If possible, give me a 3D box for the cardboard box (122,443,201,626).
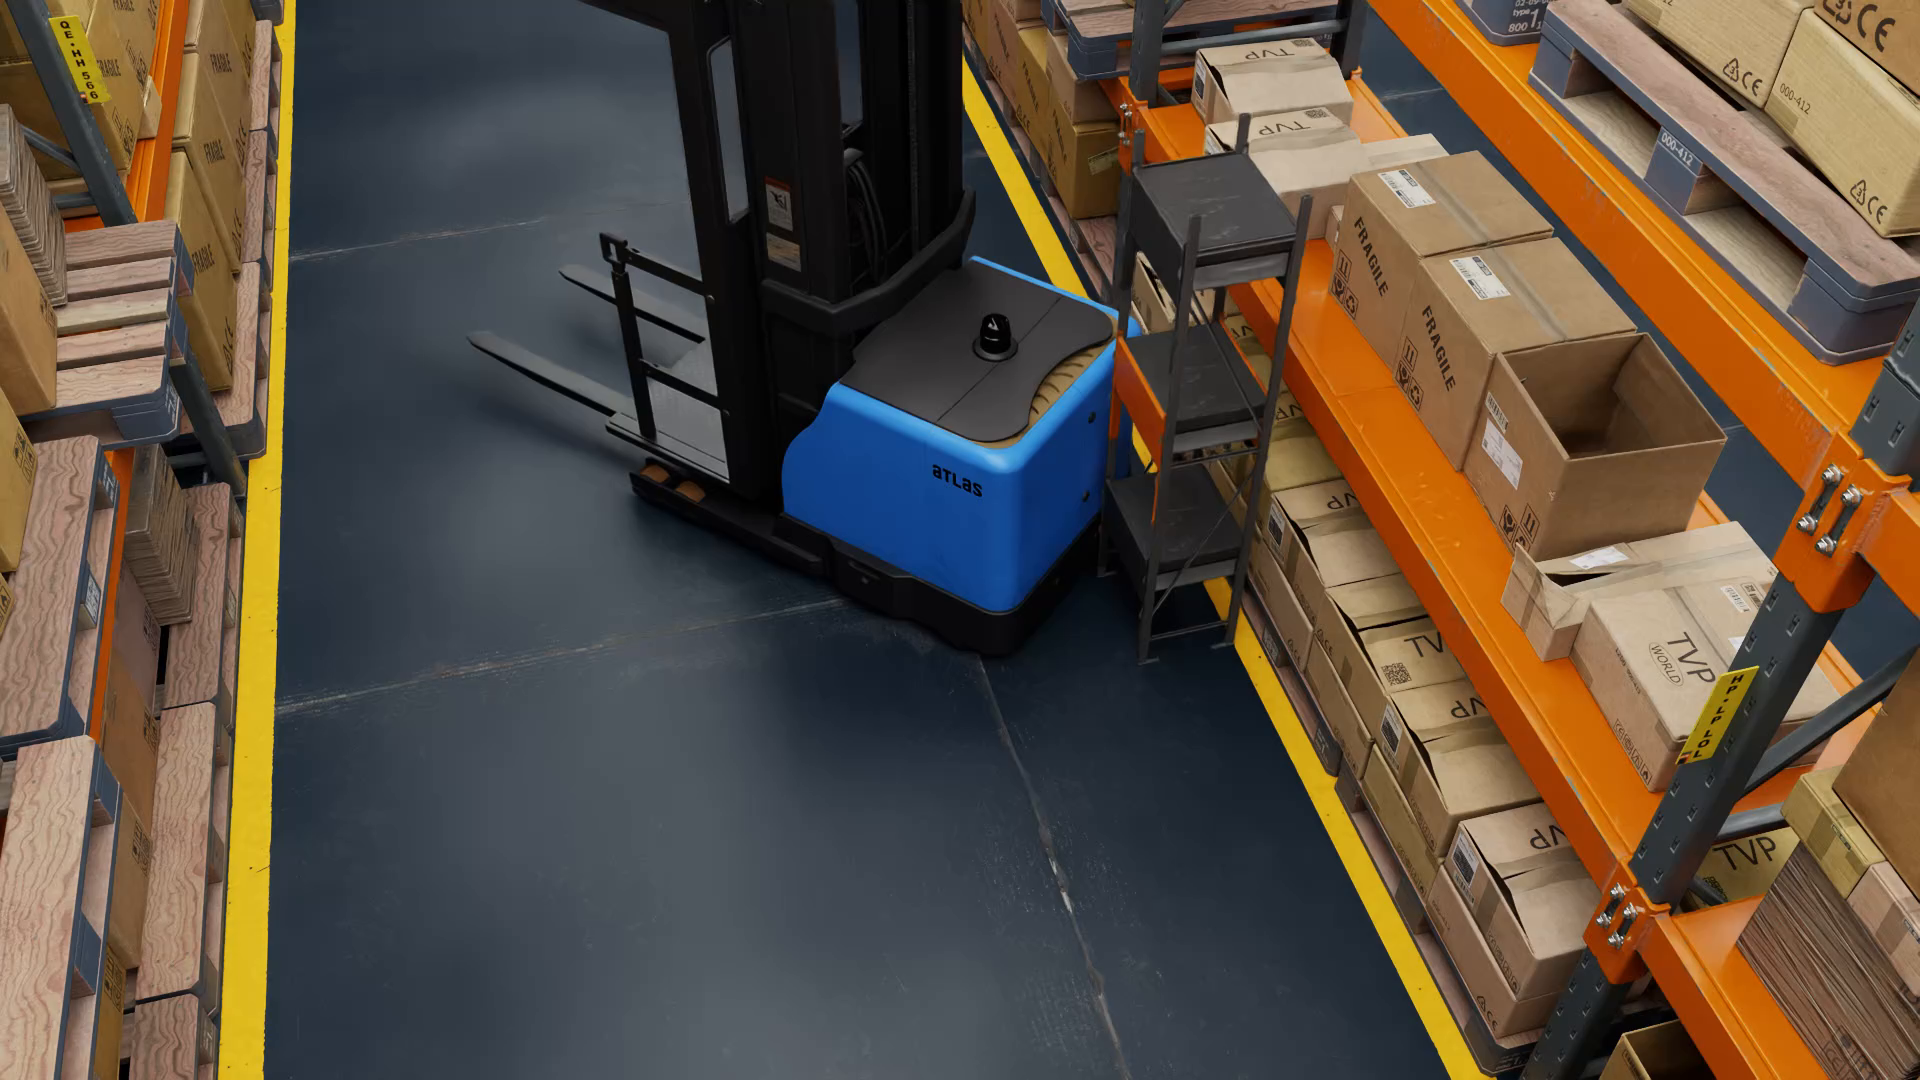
[{"bbox_3d":[-3.345,0.026,6.317,0.700,0.500,0.500,-10,46,-10],"label":"cardboard box"}]

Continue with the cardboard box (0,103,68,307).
[{"bbox_3d":[-3.450,-1.049,5.550,0.700,0.500,0.500,-16,48,-15],"label":"cardboard box"}]

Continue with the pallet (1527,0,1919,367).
[{"bbox_3d":[1.993,-0.919,3.834,0.805,0.209,1.217,-12,47,-12],"label":"pallet"}]

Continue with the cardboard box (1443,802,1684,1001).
[{"bbox_3d":[1.851,1.063,5.097,0.500,0.311,0.500,-11,47,-10],"label":"cardboard box"}]

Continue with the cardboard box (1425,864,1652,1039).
[{"bbox_3d":[1.845,1.253,5.304,0.500,0.250,0.500,-11,47,-11],"label":"cardboard box"}]

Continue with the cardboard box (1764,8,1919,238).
[{"bbox_3d":[2.083,-0.901,3.494,0.500,0.250,0.500,-6,46,-6],"label":"cardboard box"}]

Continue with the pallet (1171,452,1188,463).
[{"bbox_3d":[1.381,-0.539,7.381,1.003,0.211,1.213,-11,47,-10],"label":"pallet"}]

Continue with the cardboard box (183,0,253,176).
[{"bbox_3d":[-4.082,-2.300,8.366,0.750,0.750,0.750,-9,46,-9],"label":"cardboard box"}]

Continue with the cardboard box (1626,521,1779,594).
[{"bbox_3d":[2.202,0.110,4.969,0.380,0.149,0.250,-11,47,-10],"label":"cardboard box"}]

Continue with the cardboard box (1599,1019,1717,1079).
[{"bbox_3d":[2.048,1.601,4.437,0.500,0.500,0.500,-11,47,-10],"label":"cardboard box"}]

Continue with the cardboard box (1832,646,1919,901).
[{"bbox_3d":[2.351,0.487,3.445,0.700,0.500,0.500,-10,47,-10],"label":"cardboard box"}]

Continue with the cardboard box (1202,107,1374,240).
[{"bbox_3d":[1.249,-1.407,6.341,0.500,0.311,0.500,-11,47,-11],"label":"cardboard box"}]

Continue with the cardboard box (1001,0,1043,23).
[{"bbox_3d":[0.457,-2.979,8.737,0.500,0.250,0.500,-12,47,-11],"label":"cardboard box"}]

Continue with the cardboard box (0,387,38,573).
[{"bbox_3d":[-3.110,-0.193,4.711,0.700,0.500,0.500,-11,47,-10],"label":"cardboard box"}]

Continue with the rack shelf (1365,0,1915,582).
[{"bbox_3d":[1.720,-1.508,4.782,1.077,0.370,4.000,-11,47,-10],"label":"rack shelf"}]

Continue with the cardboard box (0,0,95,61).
[{"bbox_3d":[-3.454,-1.971,6.015,0.500,0.250,0.500,-10,46,-9],"label":"cardboard box"}]

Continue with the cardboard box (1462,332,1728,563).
[{"bbox_3d":[1.916,-0.261,5.086,0.500,0.500,0.500,-8,46,-7],"label":"cardboard box"}]

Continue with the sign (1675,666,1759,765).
[{"bbox_3d":[1.710,0.399,3.754,0.100,0.325,0.005,-11,47,-10],"label":"sign"}]

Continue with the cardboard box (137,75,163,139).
[{"bbox_3d":[-3.483,-1.746,6.773,0.380,0.149,0.250,-9,46,-9],"label":"cardboard box"}]

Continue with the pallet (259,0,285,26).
[{"bbox_3d":[-4.723,-3.507,10.290,1.003,0.211,1.213,-11,47,-10],"label":"pallet"}]

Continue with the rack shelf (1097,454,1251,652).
[{"bbox_3d":[0.822,0.049,6.482,0.431,0.518,0.480,-11,47,-11],"label":"rack shelf"}]

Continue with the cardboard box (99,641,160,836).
[{"bbox_3d":[-3.171,0.741,5.617,0.700,0.500,0.500,-11,47,-11],"label":"cardboard box"}]

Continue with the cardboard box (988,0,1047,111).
[{"bbox_3d":[0.469,-2.691,8.980,0.500,0.500,0.500,-12,47,-12],"label":"cardboard box"}]

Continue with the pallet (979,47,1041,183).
[{"bbox_3d":[0.744,-2.478,9.281,1.003,0.211,1.213,-11,47,-10],"label":"pallet"}]

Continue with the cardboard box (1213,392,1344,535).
[{"bbox_3d":[1.329,-0.343,6.475,0.500,0.311,0.500,-12,47,-11],"label":"cardboard box"}]

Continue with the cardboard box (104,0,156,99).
[{"bbox_3d":[-3.582,-2.074,6.641,0.500,0.500,0.500,-9,46,-9],"label":"cardboard box"}]

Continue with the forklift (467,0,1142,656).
[{"bbox_3d":[-0.804,-1.401,6.322,3.031,2.935,1.130,25,51,23],"label":"forklift"}]

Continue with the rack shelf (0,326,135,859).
[{"bbox_3d":[-3.068,0.450,4.963,1.077,0.370,4.000,-11,47,-10],"label":"rack shelf"}]

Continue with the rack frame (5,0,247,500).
[{"bbox_3d":[-3.580,-1.182,6.059,1.000,3.000,0.127,-11,47,-10],"label":"rack frame"}]

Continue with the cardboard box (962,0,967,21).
[{"bbox_3d":[0.219,-3.387,9.662,0.500,0.500,0.500,-10,46,-10],"label":"cardboard box"}]

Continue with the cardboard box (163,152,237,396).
[{"bbox_3d":[-3.641,-1.109,7.198,0.750,0.750,0.750,-11,47,-11],"label":"cardboard box"}]

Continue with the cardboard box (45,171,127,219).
[{"bbox_3d":[-3.440,-1.371,6.406,0.380,0.149,0.250,-11,47,-11],"label":"cardboard box"}]

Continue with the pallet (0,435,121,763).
[{"bbox_3d":[-3.034,0.244,4.796,1.003,0.211,1.213,-11,47,-10],"label":"pallet"}]

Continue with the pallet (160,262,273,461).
[{"bbox_3d":[-3.709,-0.764,7.602,1.003,0.211,1.213,-11,47,-10],"label":"pallet"}]

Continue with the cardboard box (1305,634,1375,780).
[{"bbox_3d":[1.586,0.550,5.992,0.500,0.250,0.500,-10,46,-9],"label":"cardboard box"}]

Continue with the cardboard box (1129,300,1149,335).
[{"bbox_3d":[1.058,-0.860,7.375,0.500,0.250,0.500,-11,47,-10],"label":"cardboard box"}]

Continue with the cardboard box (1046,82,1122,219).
[{"bbox_3d":[0.741,-1.973,8.276,0.500,0.500,0.500,-9,46,-9],"label":"cardboard box"}]

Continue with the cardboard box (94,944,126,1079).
[{"bbox_3d":[-2.941,1.447,4.924,0.700,0.500,0.500,-12,47,-11],"label":"cardboard box"}]

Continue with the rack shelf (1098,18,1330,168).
[{"bbox_3d":[0.696,-3.220,8.560,1.077,0.370,4.000,-11,47,-10],"label":"rack shelf"}]

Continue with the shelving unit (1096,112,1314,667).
[{"bbox_3d":[0.822,-0.451,5.972,0.431,2.100,0.503,-11,47,-11],"label":"shelving unit"}]

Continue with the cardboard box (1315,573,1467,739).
[{"bbox_3d":[1.586,0.360,5.786,0.500,0.311,0.500,-11,47,-10],"label":"cardboard box"}]

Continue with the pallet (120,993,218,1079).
[{"bbox_3d":[-2.757,2.018,4.875,1.003,0.211,1.213,-11,47,-10],"label":"pallet"}]

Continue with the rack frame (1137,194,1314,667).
[{"bbox_3d":[0.888,-0.283,5.808,0.400,2.100,0.015,-11,47,-11],"label":"rack frame"}]

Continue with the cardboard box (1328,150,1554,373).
[{"bbox_3d":[1.653,-0.970,5.781,0.500,0.500,0.500,-13,47,-12],"label":"cardboard box"}]

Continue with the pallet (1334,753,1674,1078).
[{"bbox_3d":[2.005,1.145,5.730,1.003,0.211,1.213,-11,47,-10],"label":"pallet"}]

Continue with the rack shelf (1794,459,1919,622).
[{"bbox_3d":[2.744,1.254,2.075,1.077,0.370,4.000,-11,47,-10],"label":"rack shelf"}]

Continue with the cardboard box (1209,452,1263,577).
[{"bbox_3d":[1.326,-0.155,6.684,0.500,0.250,0.500,-12,47,-11],"label":"cardboard box"}]

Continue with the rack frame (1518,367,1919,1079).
[{"bbox_3d":[2.232,0.671,4.243,1.000,3.000,0.127,-11,47,-10],"label":"rack frame"}]

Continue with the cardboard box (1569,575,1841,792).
[{"bbox_3d":[2.063,0.391,4.622,0.500,0.250,0.500,-8,46,-8],"label":"cardboard box"}]

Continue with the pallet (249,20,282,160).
[{"bbox_3d":[-4.334,-2.449,9.253,1.003,0.211,1.213,-11,47,-10],"label":"pallet"}]

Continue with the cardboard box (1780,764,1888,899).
[{"bbox_3d":[2.113,0.630,3.759,0.380,0.149,0.250,-11,47,-10],"label":"cardboard box"}]

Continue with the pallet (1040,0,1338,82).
[{"bbox_3d":[0.966,-2.479,7.464,1.213,0.211,1.003,-11,47,-10],"label":"pallet"}]

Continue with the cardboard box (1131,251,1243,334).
[{"bbox_3d":[1.058,-1.056,7.174,0.500,0.311,0.500,-9,46,-9],"label":"cardboard box"}]
